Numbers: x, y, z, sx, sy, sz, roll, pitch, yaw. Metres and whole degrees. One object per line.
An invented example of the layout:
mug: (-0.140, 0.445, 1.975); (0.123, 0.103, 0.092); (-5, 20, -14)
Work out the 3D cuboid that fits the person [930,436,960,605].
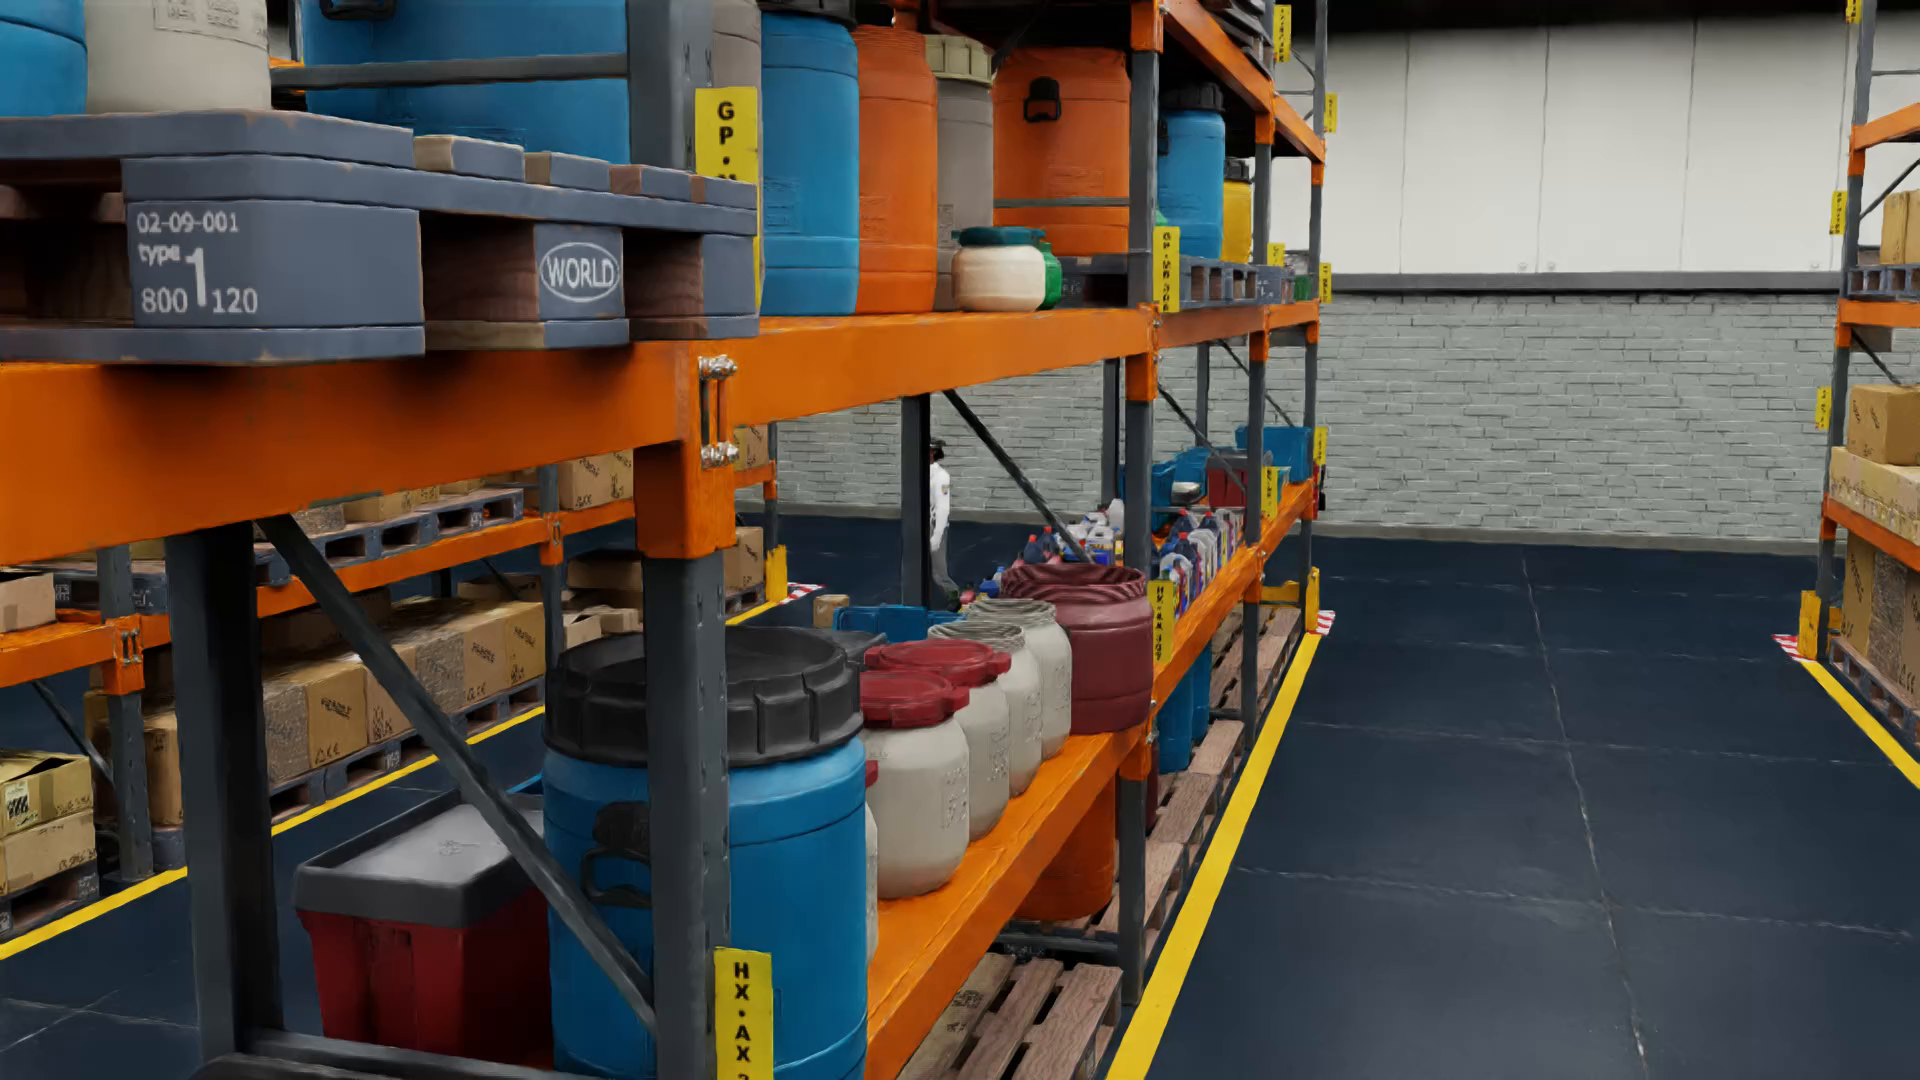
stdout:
person: (-0.229, -0.064, 14.210); (0.609, 1.676, 0.539); (-6, 10, -34)
